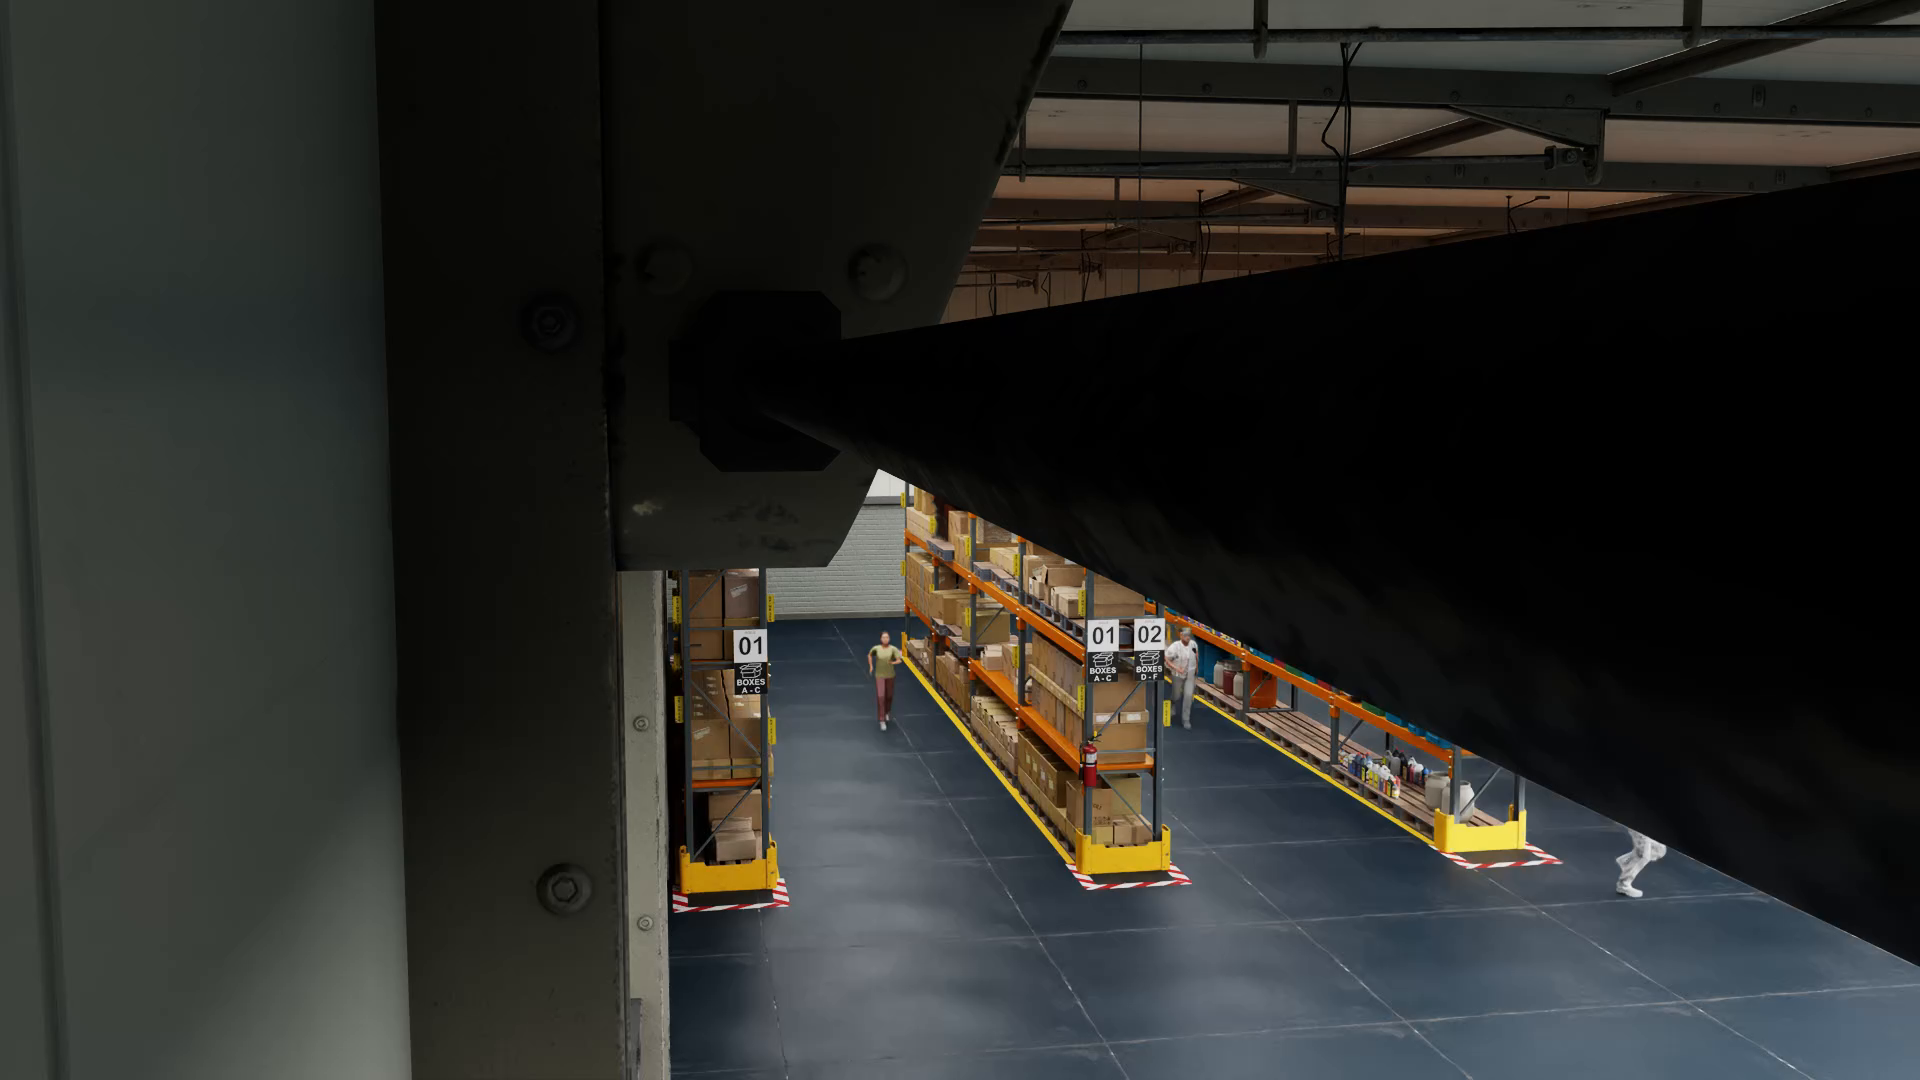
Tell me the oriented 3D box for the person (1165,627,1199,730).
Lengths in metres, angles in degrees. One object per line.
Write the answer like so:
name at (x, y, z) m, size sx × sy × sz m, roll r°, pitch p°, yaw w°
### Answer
person at (3.948, 2.402, 29.535) m, size 0.686 × 1.779 × 0.985 m, roll -1°, pitch 6°, yaw -13°

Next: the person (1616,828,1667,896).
person at (8.226, 3.405, 19.939) m, size 0.656 × 1.737 × 0.723 m, roll 3°, pitch 7°, yaw 29°

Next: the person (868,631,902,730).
person at (-1.316, 2.433, 29.321) m, size 0.564 × 1.682 × 0.907 m, roll -1°, pitch 6°, yaw -9°
